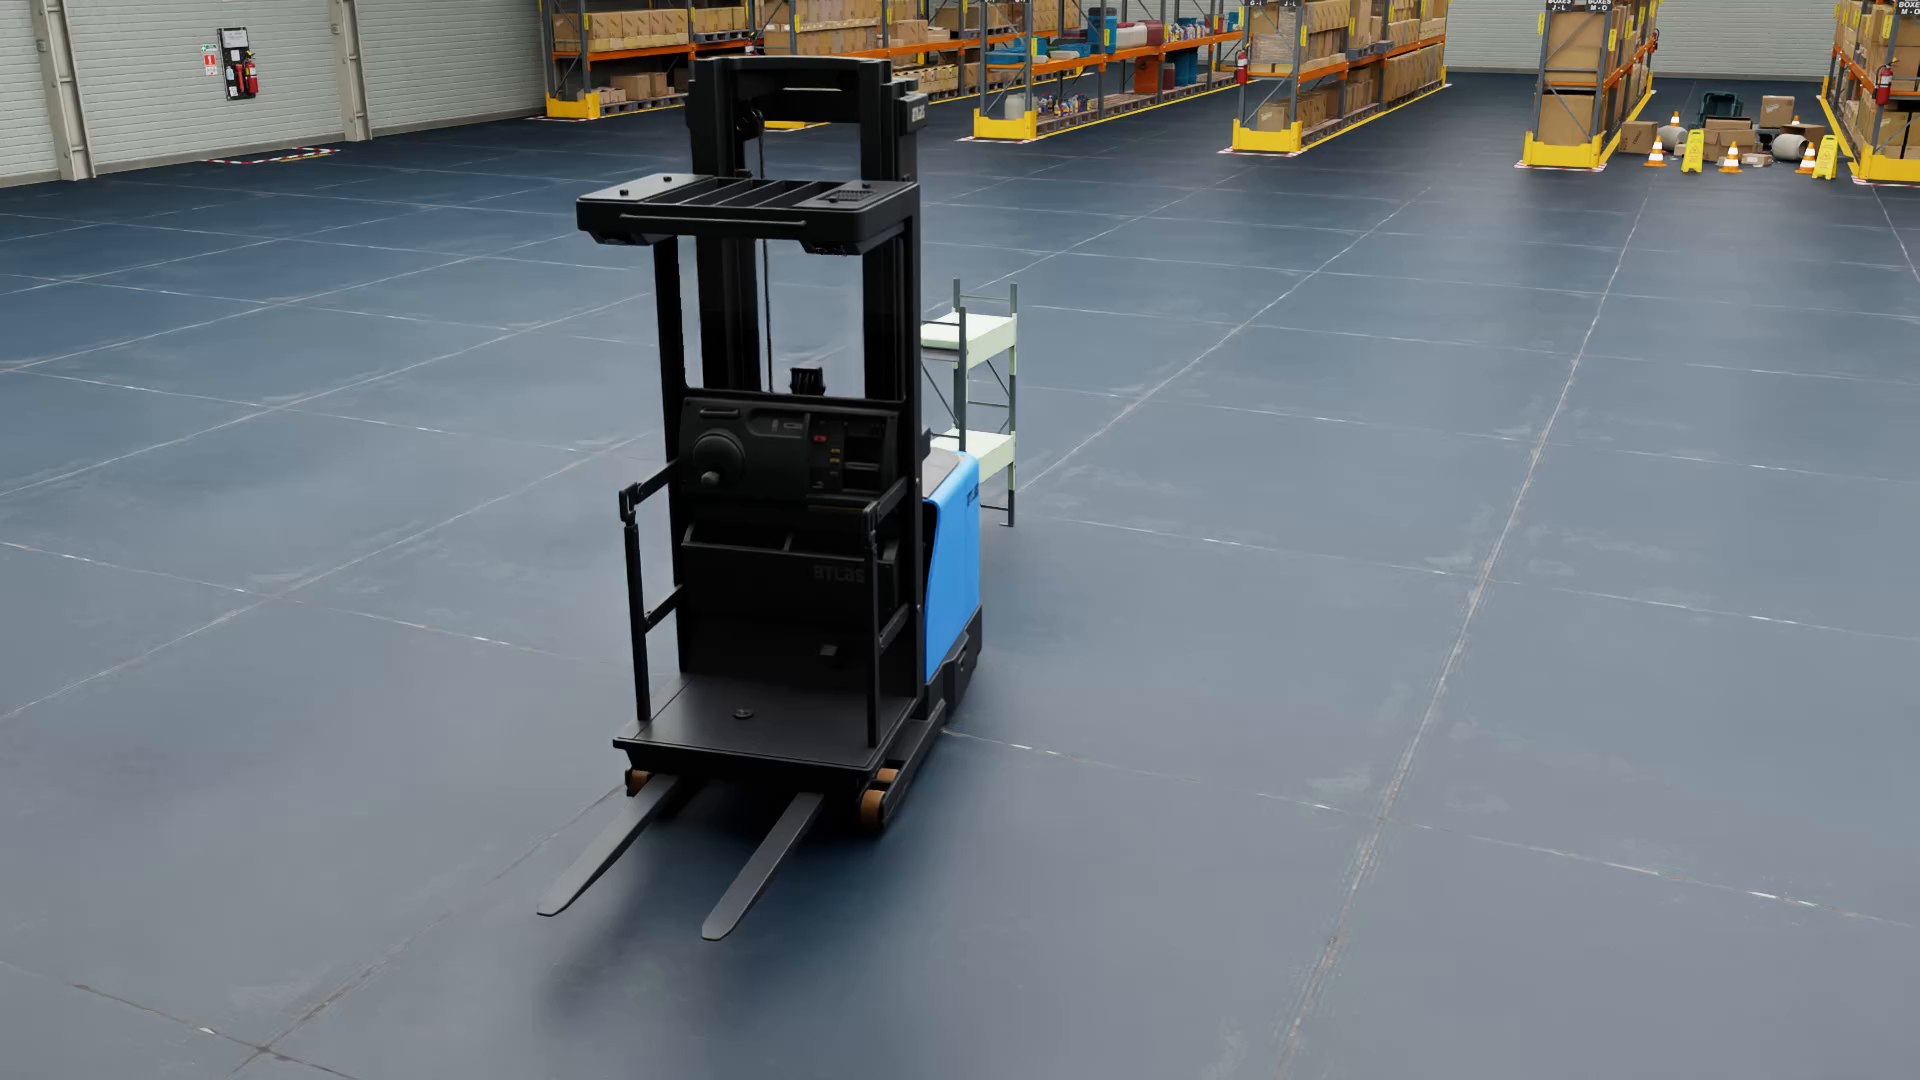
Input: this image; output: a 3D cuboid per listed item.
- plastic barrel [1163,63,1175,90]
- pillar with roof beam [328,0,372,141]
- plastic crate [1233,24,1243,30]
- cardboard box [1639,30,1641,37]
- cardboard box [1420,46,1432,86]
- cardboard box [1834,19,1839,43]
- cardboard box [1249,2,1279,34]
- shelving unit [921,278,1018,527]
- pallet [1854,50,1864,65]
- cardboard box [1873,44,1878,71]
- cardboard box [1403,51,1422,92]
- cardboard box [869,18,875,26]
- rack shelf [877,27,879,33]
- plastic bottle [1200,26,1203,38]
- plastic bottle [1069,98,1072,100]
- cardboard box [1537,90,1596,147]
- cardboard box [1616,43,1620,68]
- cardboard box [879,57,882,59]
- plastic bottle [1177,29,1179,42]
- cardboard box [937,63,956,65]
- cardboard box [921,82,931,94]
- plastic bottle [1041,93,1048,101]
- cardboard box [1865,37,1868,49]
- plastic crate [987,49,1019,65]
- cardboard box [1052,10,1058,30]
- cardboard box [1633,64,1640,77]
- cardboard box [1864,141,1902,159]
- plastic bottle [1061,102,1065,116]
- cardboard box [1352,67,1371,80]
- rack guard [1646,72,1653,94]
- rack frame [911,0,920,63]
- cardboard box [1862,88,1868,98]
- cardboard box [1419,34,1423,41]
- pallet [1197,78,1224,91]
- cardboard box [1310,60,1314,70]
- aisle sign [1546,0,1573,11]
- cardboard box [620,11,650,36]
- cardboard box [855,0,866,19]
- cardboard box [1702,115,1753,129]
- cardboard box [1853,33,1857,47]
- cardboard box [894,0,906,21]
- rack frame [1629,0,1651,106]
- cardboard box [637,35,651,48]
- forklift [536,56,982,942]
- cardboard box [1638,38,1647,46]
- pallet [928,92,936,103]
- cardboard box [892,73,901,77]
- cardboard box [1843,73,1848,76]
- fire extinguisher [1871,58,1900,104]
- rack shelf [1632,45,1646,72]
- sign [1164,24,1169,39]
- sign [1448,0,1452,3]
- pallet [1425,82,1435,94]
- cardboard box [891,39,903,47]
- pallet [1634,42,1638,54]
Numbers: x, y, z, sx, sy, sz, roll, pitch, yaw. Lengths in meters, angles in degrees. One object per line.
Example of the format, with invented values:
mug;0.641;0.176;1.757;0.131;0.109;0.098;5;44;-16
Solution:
plastic barrel;4.778;-10.971;39.312;0.600;0.588;0.708;9;21;23
pillar with roof beam;-7.215;-11.060;27.638;9.100;9.000;0.400;9;21;23
plastic crate;7.238;-13.487;43.721;0.396;0.136;0.243;9;21;23
cardboard box;14.789;-11.174;36.661;0.380;0.149;0.250;8;21;21
cardboard box;10.999;-11.618;40.704;0.875;0.875;0.875;9;21;23
cardboard box;20.508;-11.758;38.404;0.500;0.500;0.500;8;21;22
cardboard box;5.374;-9.147;29.127;0.500;0.500;0.500;9;21;23
shelving unit;-0.003;-0.705;9.712;0.431;1.500;0.755;9;21;23
pallet;17.496;-9.050;31.225;1.213;0.211;1.003;9;21;23
cardboard box;15.028;-7.775;26.762;0.500;0.500;0.500;9;21;23
cardboard box;10.044;-10.953;38.836;1.225;0.875;0.875;9;21;23
cardboard box;-2.043;-11.035;35.403;0.380;0.149;0.250;8;21;22
rack shelf;-2.450;-14.266;46.681;1.077;0.370;4.000;9;21;23
plastic bottle;5.849;-12.338;40.358;0.061;0.283;0.133;9;21;23
plastic bottle;2.268;-8.831;33.731;0.152;0.276;0.135;9;21;23
cardboard box;10.075;-6.988;27.687;0.875;0.875;0.875;9;21;23
cardboard box;11.355;-8.754;29.884;0.875;0.550;0.550;9;21;23
cardboard box;-2.449;-13.538;46.664;0.700;0.500;0.500;9;22;24
plastic bottle;5.054;-11.753;38.733;0.097;0.271;0.097;0;20;0
cardboard box;-0.218;-11.440;40.735;0.500;0.500;0.500;9;22;25
cardboard box;-1.004;-10.332;38.020;0.500;0.250;0.500;9;21;24
plastic bottle;1.707;-8.901;33.816;0.144;0.351;0.185;8;21;20
cardboard box;16.451;-9.016;29.624;0.500;0.500;0.500;9;22;25
plastic crate;0.787;-9.090;31.275;0.499;0.251;0.616;9;21;23
cardboard box;2.329;-13.946;44.558;0.500;0.500;0.500;8;21;22
cardboard box;14.474;-10.199;36.156;0.500;0.250;0.500;10;22;25
cardboard box;14.510;-6.121;26.179;0.500;0.250;0.500;8;21;22
plastic bottle;2.022;-8.504;32.820;0.097;0.271;0.097;0;20;0
cardboard box;8.403;-9.906;35.302;0.500;0.250;0.500;10;22;25
rack guard;16.378;-11.265;40.899;1.175;0.500;0.348;9;21;23
rack frame;-1.631;-15.217;48.280;1.000;3.000;0.127;9;21;23
cardboard box;15.459;-7.538;28.077;0.380;0.149;0.250;9;21;23
cardboard box;10.712;-11.881;39.276;0.380;0.149;0.250;9;21;23
pallet;6.035;-11.551;42.133;1.003;0.211;1.213;9;21;23
cardboard box;6.136;-8.526;29.840;0.380;0.149;0.250;9;21;23
aisle sign;9.555;-8.819;26.412;0.394;0.787;0.004;9;21;23
cardboard box;-7.084;-11.189;36.028;0.500;0.500;0.500;9;22;24
cardboard box;-2.406;-11.237;35.004;0.700;0.500;0.500;8;21;23
cardboard box;13.200;-6.986;28.659;0.797;0.637;0.503;9;21;23
cardboard box;17.657;-9.720;32.302;0.500;0.250;0.500;8;21;23
cardboard box;-2.119;-14.977;47.157;0.980;0.700;0.700;8;21;22
rack frame;14.771;-11.243;37.107;1.000;3.000;0.127;9;21;23
cardboard box;-7.071;-10.840;36.166;0.500;0.250;0.500;9;21;23
forklift;-0.755;-0.354;6.591;1.130;2.935;3.031;5;20;14
cardboard box;15.186;-11.167;37.267;0.380;0.149;0.250;9;22;25
pallet;-1.260;-10.161;38.225;1.003;0.211;1.213;9;21;23
cardboard box;-1.628;-10.129;36.612;0.500;0.311;0.500;9;21;23
cardboard box;20.421;-10.312;37.686;0.875;0.438;0.875;9;22;24
fire extinguisher;13.947;-6.919;25.062;0.296;0.674;0.183;9;21;23
rack shelf;13.952;-10.293;35.509;1.077;0.370;4.000;9;21;23
sign;4.636;-11.415;37.347;0.100;0.325;0.005;9;21;23
sign;12.415;-13.756;42.091;0.100;0.325;0.005;9;21;23
pallet;11.169;-11.237;41.251;1.003;0.211;1.213;9;21;23
cardboard box;-1.475;-10.994;36.782;0.380;0.149;0.250;9;21;23
pallet;13.328;-10.163;34.355;1.213;0.211;1.003;9;21;23
